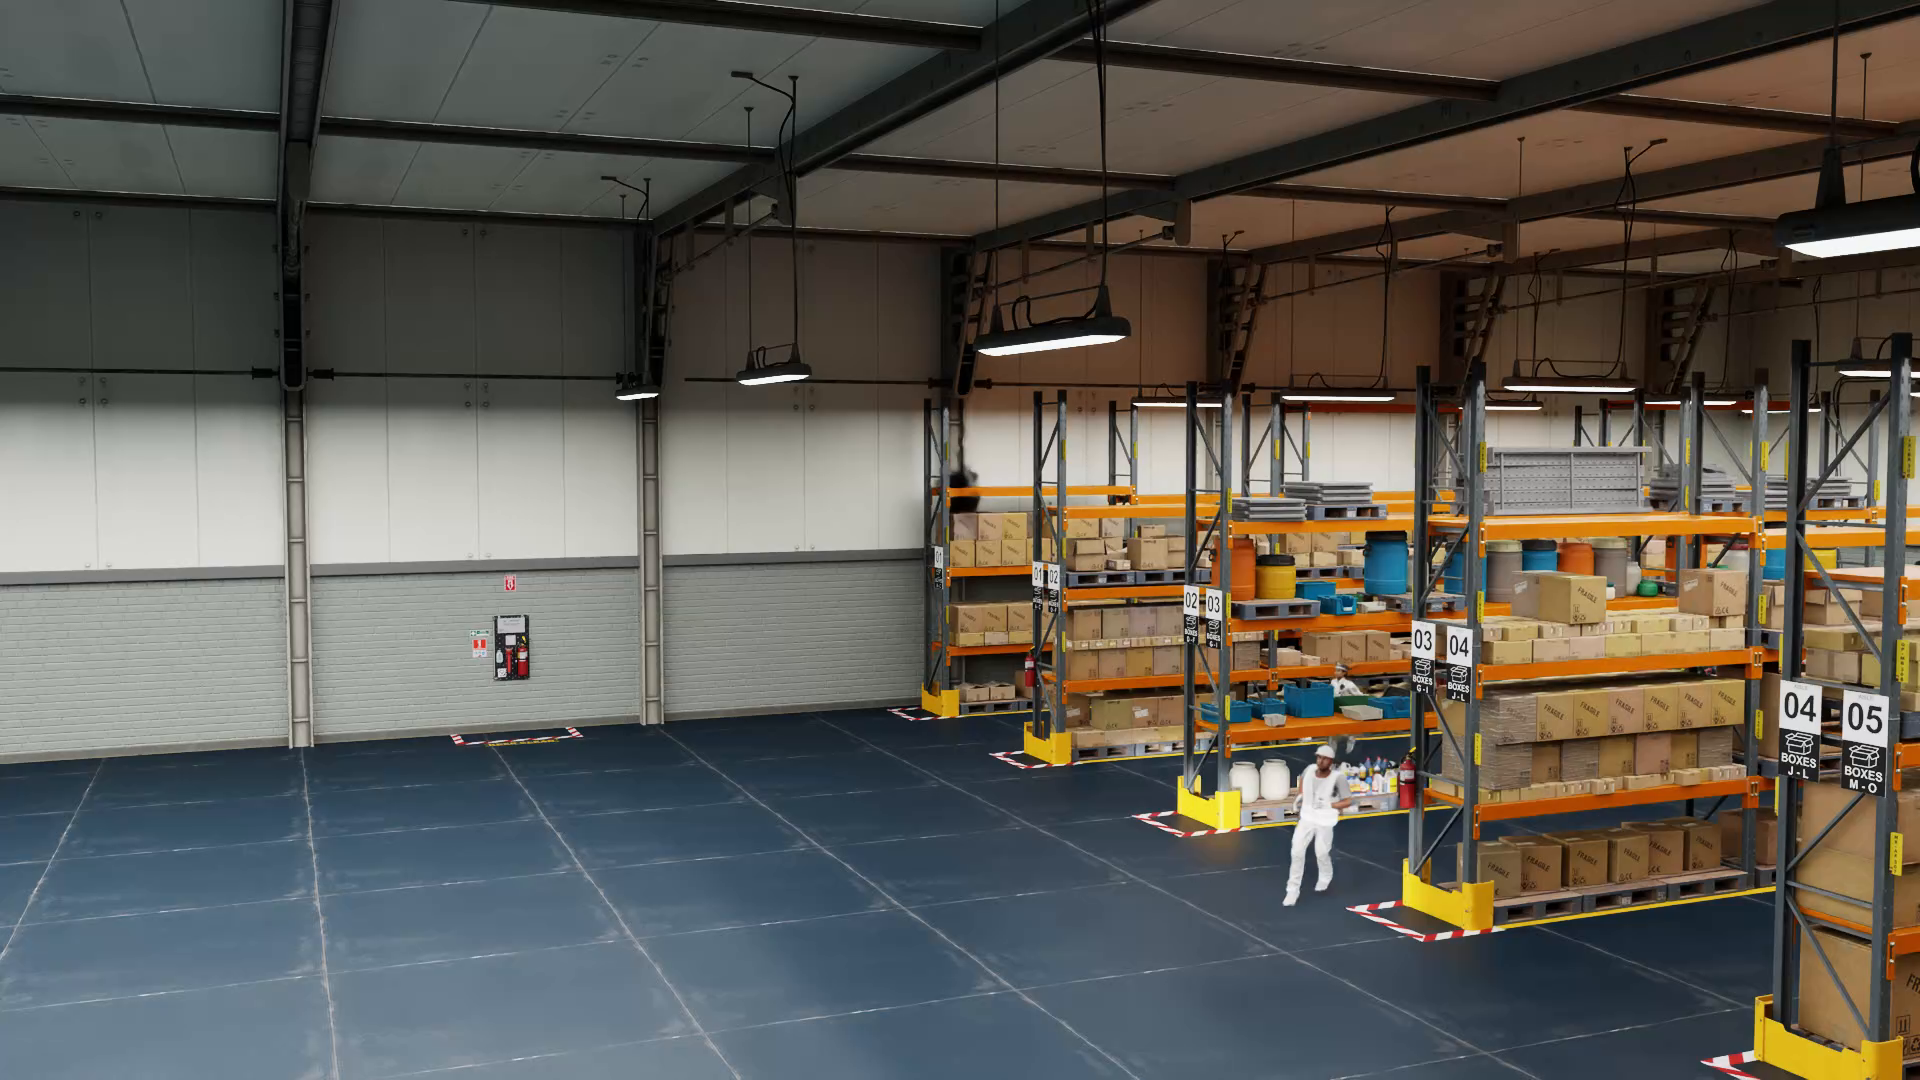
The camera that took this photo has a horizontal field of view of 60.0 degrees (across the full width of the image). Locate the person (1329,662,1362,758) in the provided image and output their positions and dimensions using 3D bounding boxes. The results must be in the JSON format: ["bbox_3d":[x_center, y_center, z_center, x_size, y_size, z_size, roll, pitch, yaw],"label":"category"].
[{"bbox_3d":[6.082,2.772,26.578,0.861,1.661,0.632,-2,4,-33],"label":"person"}]

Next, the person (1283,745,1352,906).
[{"bbox_3d":[4.072,3.196,18.683,0.707,1.831,0.845,2,4,37],"label":"person"}]
